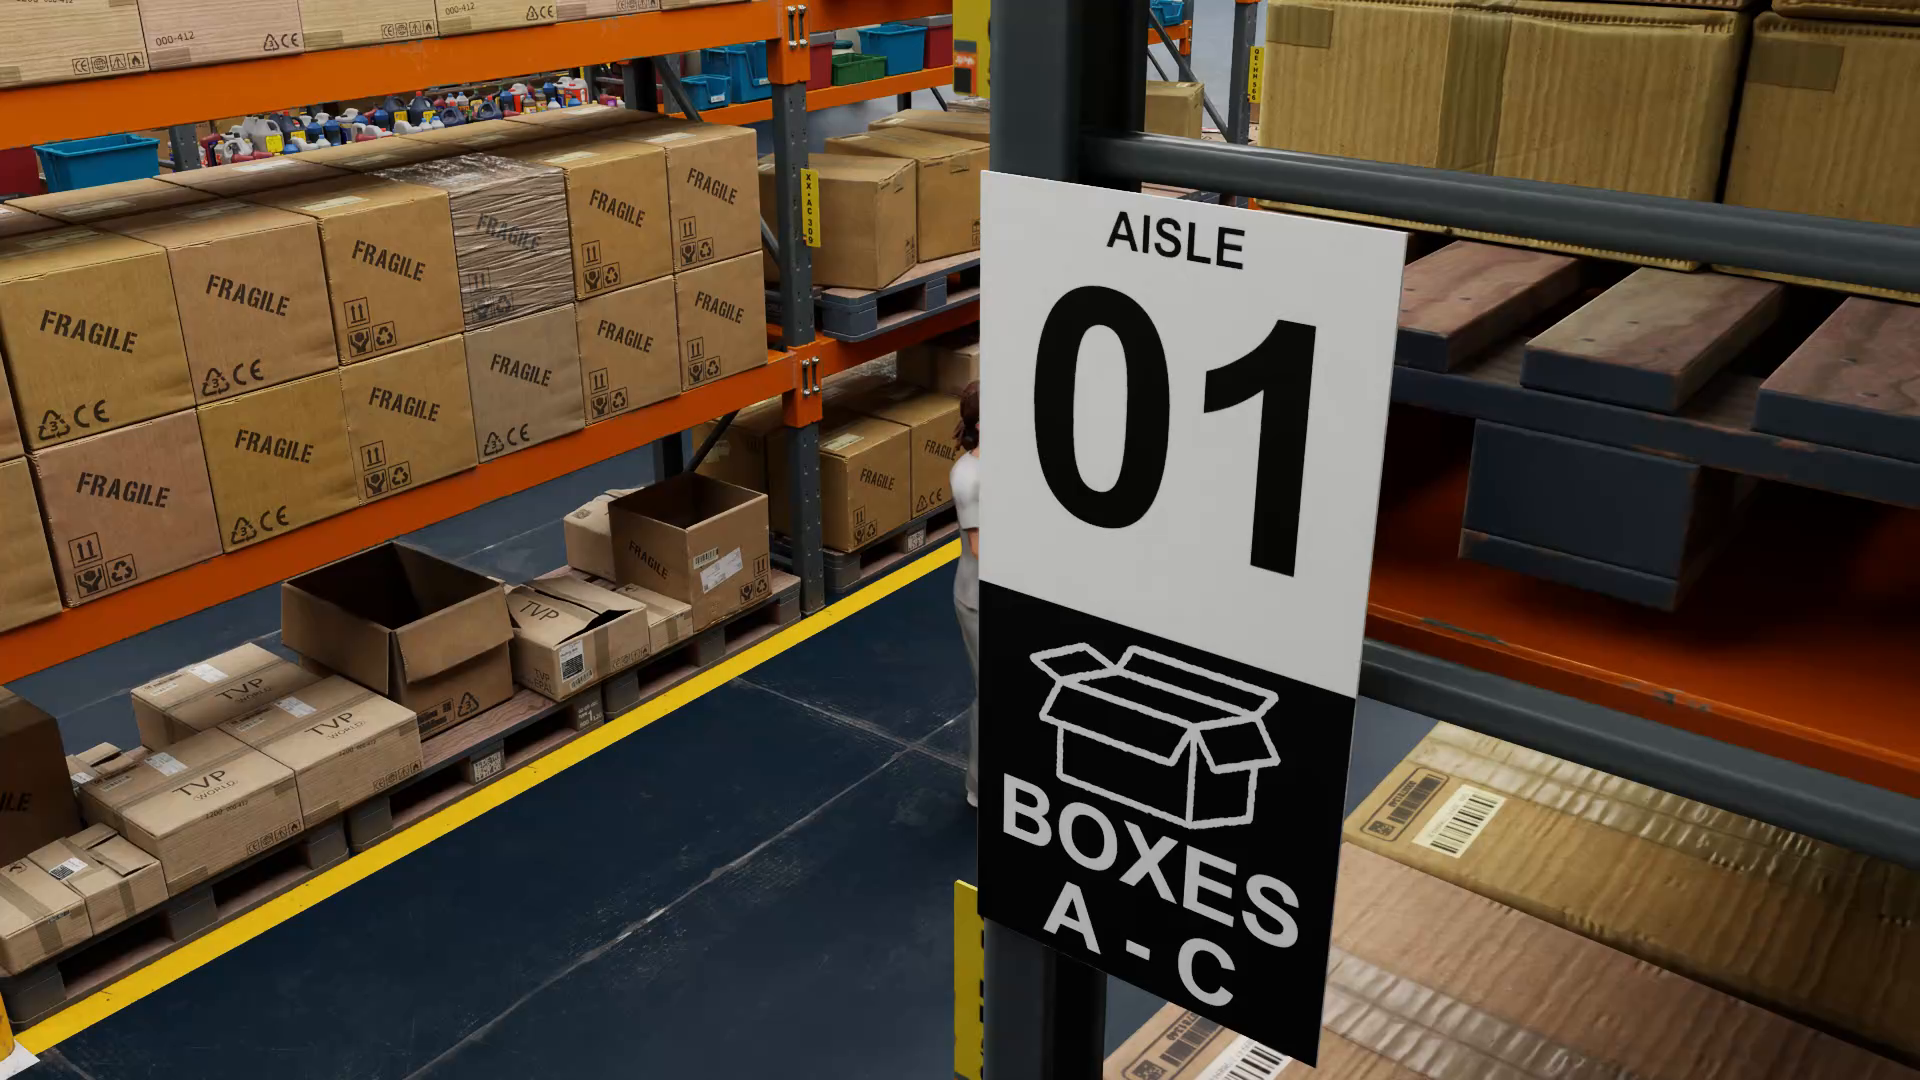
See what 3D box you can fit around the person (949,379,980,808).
[{"bbox_3d":[0.199,0.237,6.076,0.560,1.663,0.436,17,29,34],"label":"person"}]
